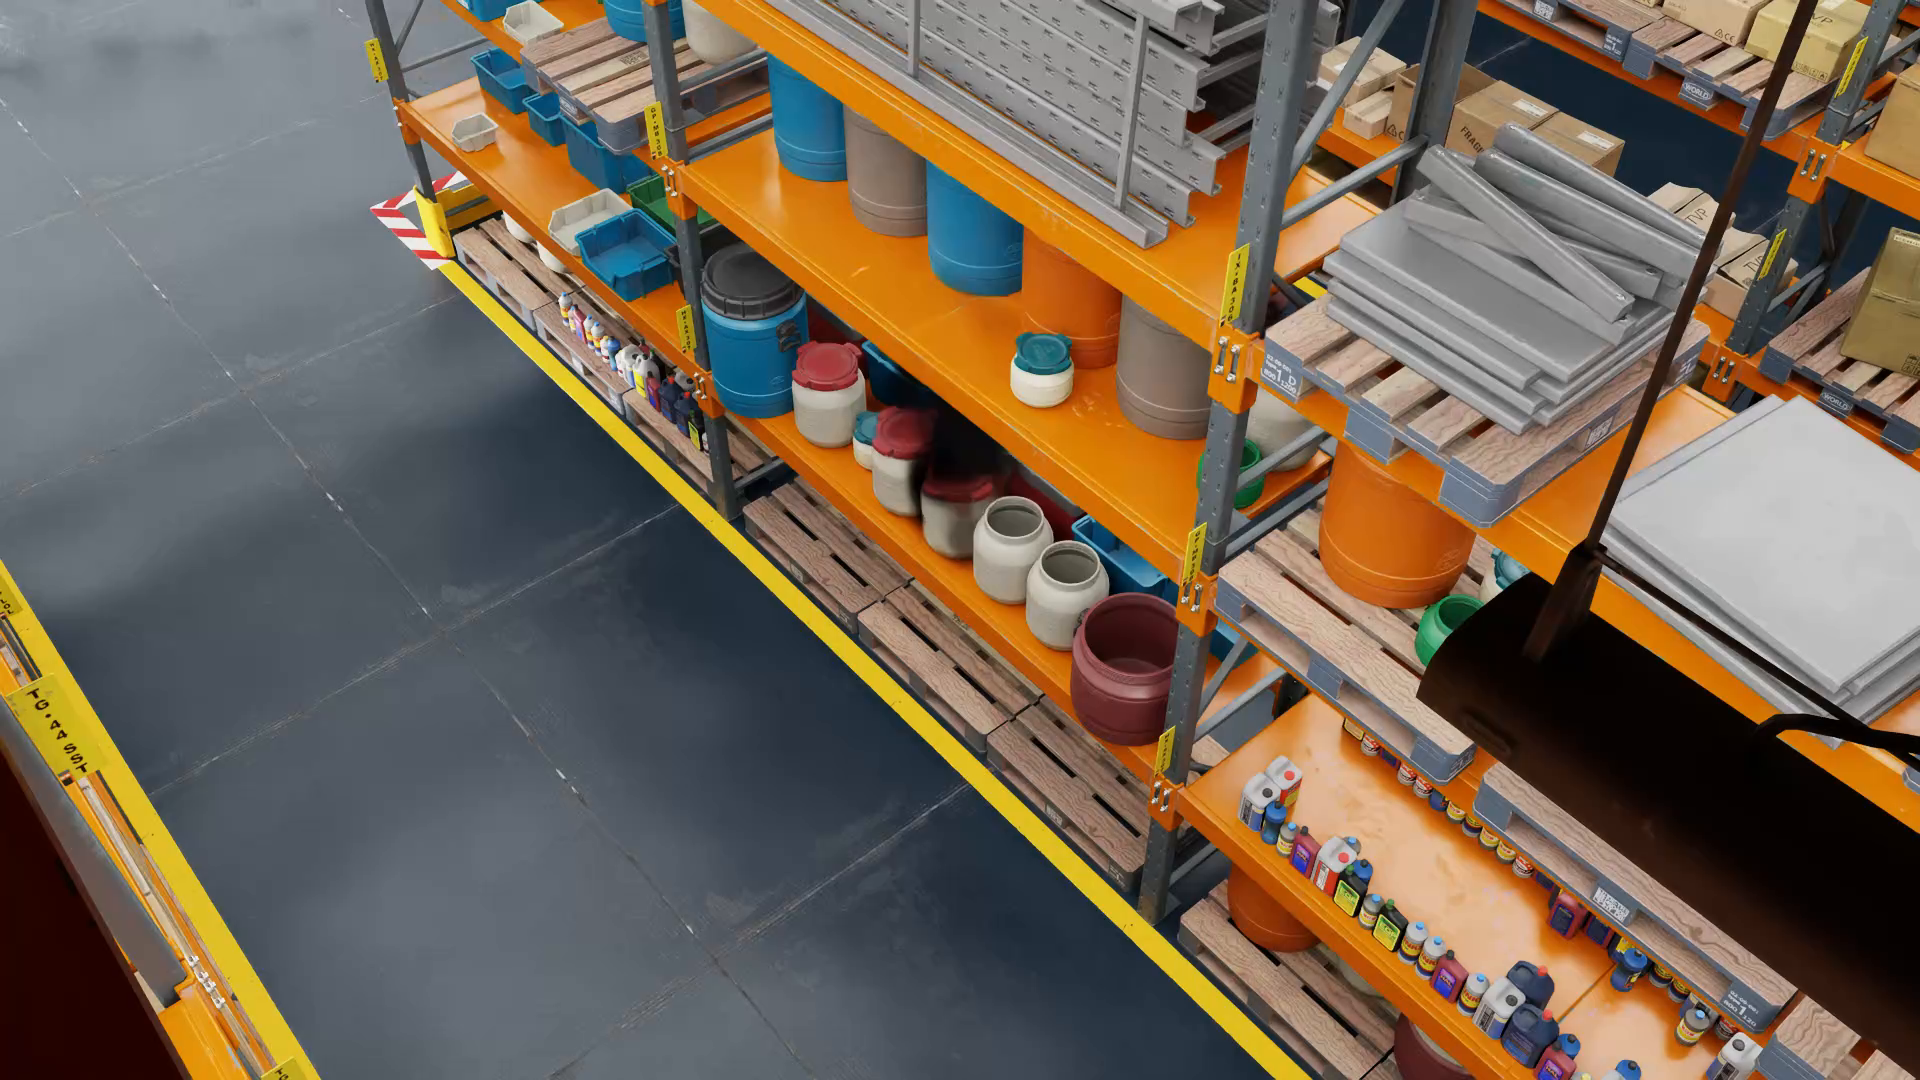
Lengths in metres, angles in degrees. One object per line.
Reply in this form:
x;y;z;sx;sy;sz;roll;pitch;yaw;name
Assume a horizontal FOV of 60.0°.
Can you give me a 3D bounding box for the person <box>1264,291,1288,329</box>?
1.565;-1.088;10.406;0.818;1.891;0.672;30;54;26;person
